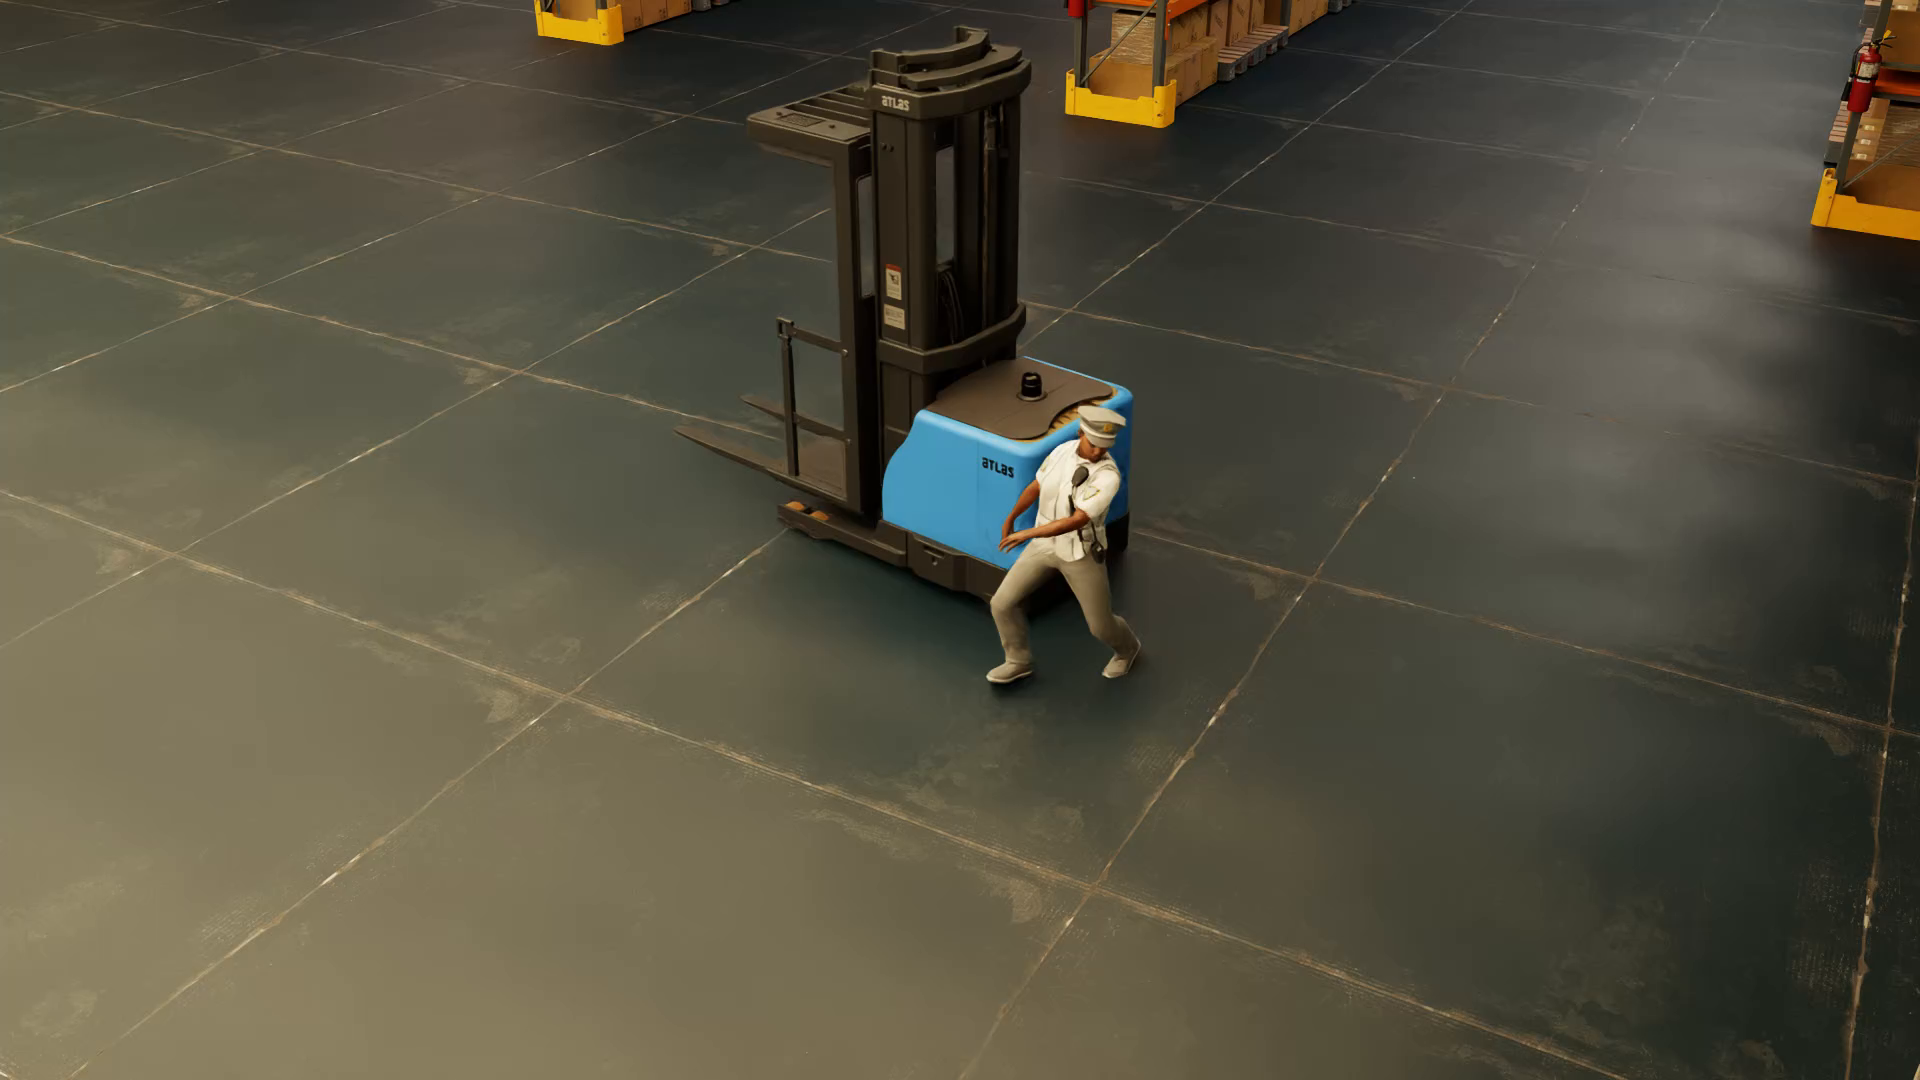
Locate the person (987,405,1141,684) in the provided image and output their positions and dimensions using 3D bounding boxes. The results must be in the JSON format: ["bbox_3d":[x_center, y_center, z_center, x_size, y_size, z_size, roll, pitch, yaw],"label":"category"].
[{"bbox_3d":[0.473,0.052,8.392,0.694,1.583,0.857,22,36,33],"label":"person"}]

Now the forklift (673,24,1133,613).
[{"bbox_3d":[-0.479,-1.459,9.598,3.031,2.935,1.130,22,36,33],"label":"forklift"}]
